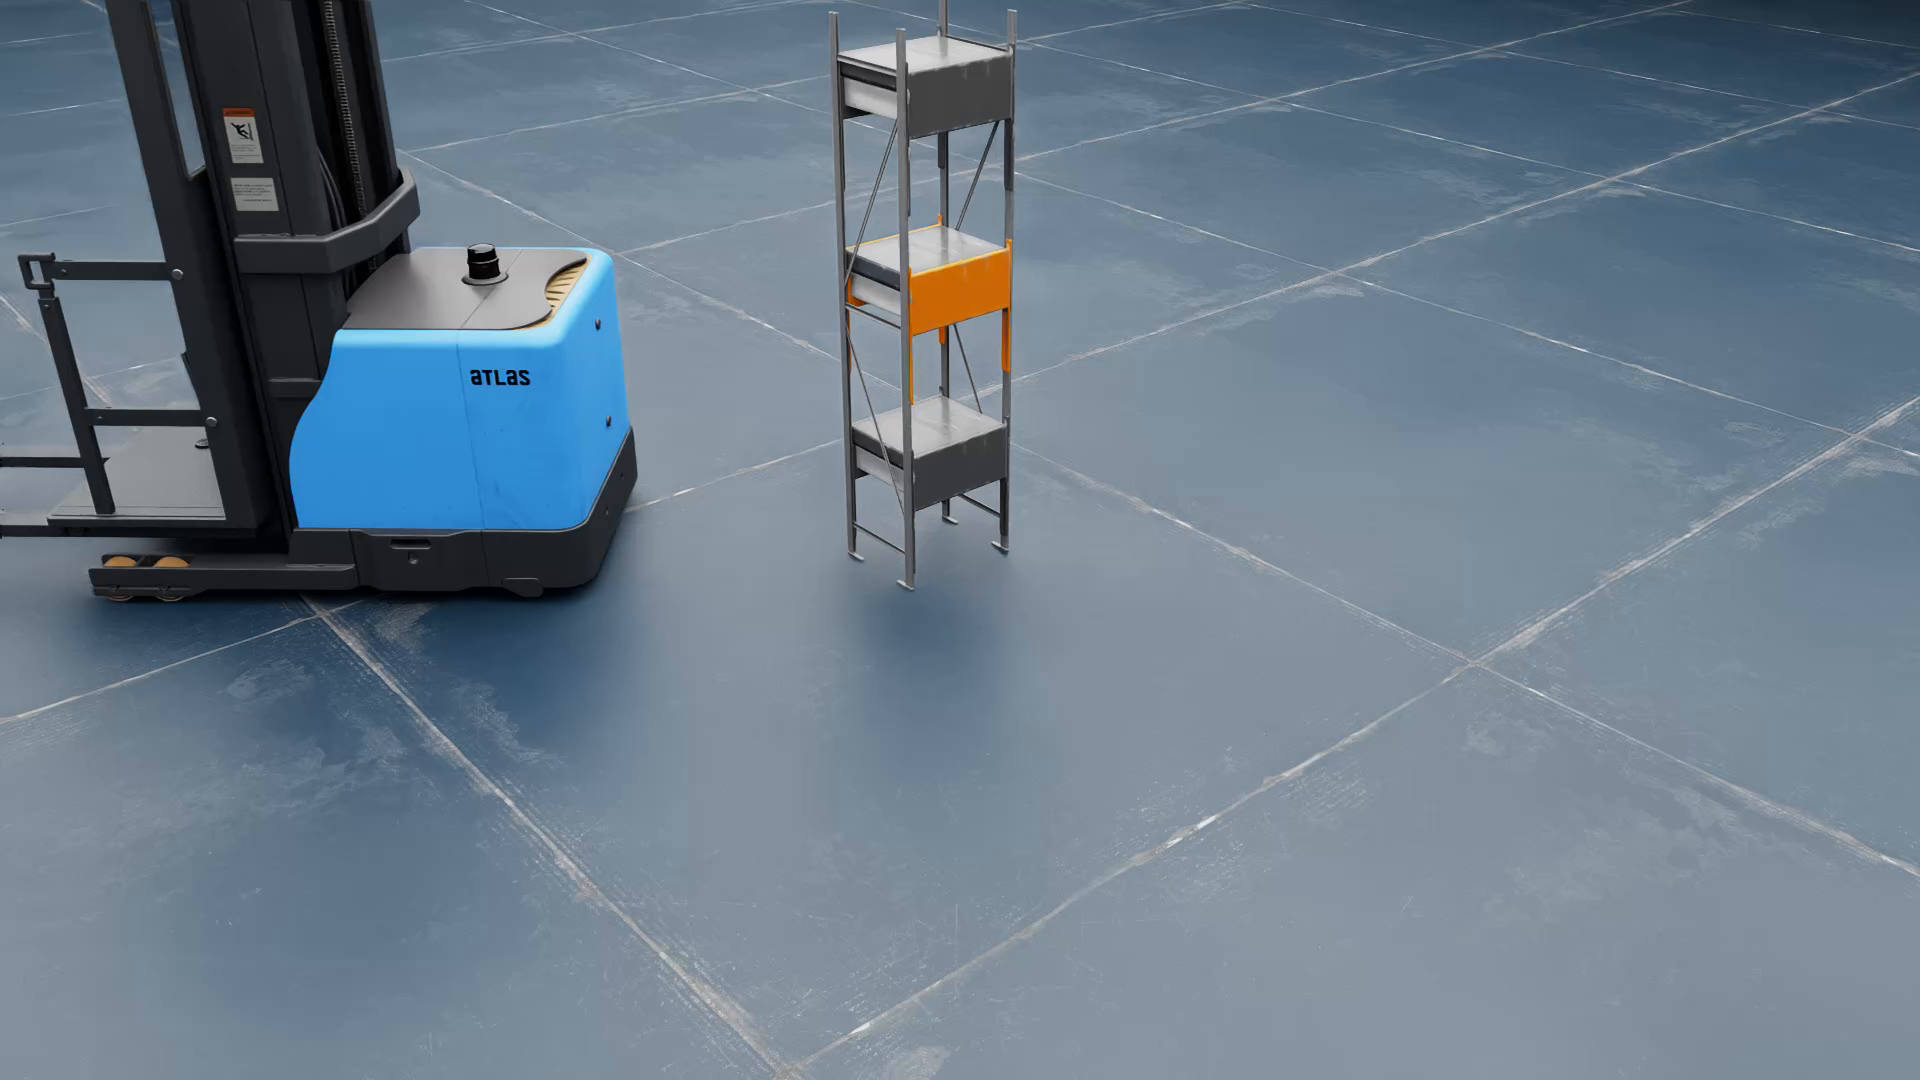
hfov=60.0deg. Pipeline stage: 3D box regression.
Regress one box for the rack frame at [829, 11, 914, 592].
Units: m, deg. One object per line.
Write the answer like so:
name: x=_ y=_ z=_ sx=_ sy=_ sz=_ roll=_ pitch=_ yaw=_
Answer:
rack frame: x=-0.312 y=-0.801 z=6.021 sx=0.015 sy=2.100 sz=0.400 roll=-22 pitch=35 yaw=-35

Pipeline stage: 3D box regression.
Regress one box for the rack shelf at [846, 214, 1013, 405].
rack shelf: x=-0.126 y=-0.863 z=6.167 sx=0.480 sy=0.518 sz=0.431 roll=-22 pitch=35 yaw=-35

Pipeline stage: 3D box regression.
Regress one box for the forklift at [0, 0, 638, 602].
forklift: x=-2.897 y=-1.308 z=6.088 sx=3.031 sy=2.935 sz=1.130 roll=0 pitch=28 yaw=1

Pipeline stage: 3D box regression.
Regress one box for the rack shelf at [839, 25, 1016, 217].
rack shelf: x=-0.126 y=-1.481 z=5.837 sx=0.480 sy=0.518 sz=0.431 roll=-22 pitch=35 yaw=-35

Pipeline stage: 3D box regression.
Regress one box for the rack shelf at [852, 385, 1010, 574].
rack shelf: x=-0.126 y=-0.246 z=6.497 sx=0.480 sy=0.518 sz=0.431 roll=-22 pitch=35 yaw=-35

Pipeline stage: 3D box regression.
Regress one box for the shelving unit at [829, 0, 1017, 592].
shelving unit: x=-0.126 y=-0.875 z=6.160 sx=0.503 sy=2.100 sz=0.431 roll=-22 pitch=35 yaw=-35

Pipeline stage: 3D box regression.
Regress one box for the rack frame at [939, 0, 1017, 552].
rack frame: x=0.060 y=-0.950 z=6.300 sx=0.015 sy=2.100 sz=0.400 roll=-22 pitch=35 yaw=-35
